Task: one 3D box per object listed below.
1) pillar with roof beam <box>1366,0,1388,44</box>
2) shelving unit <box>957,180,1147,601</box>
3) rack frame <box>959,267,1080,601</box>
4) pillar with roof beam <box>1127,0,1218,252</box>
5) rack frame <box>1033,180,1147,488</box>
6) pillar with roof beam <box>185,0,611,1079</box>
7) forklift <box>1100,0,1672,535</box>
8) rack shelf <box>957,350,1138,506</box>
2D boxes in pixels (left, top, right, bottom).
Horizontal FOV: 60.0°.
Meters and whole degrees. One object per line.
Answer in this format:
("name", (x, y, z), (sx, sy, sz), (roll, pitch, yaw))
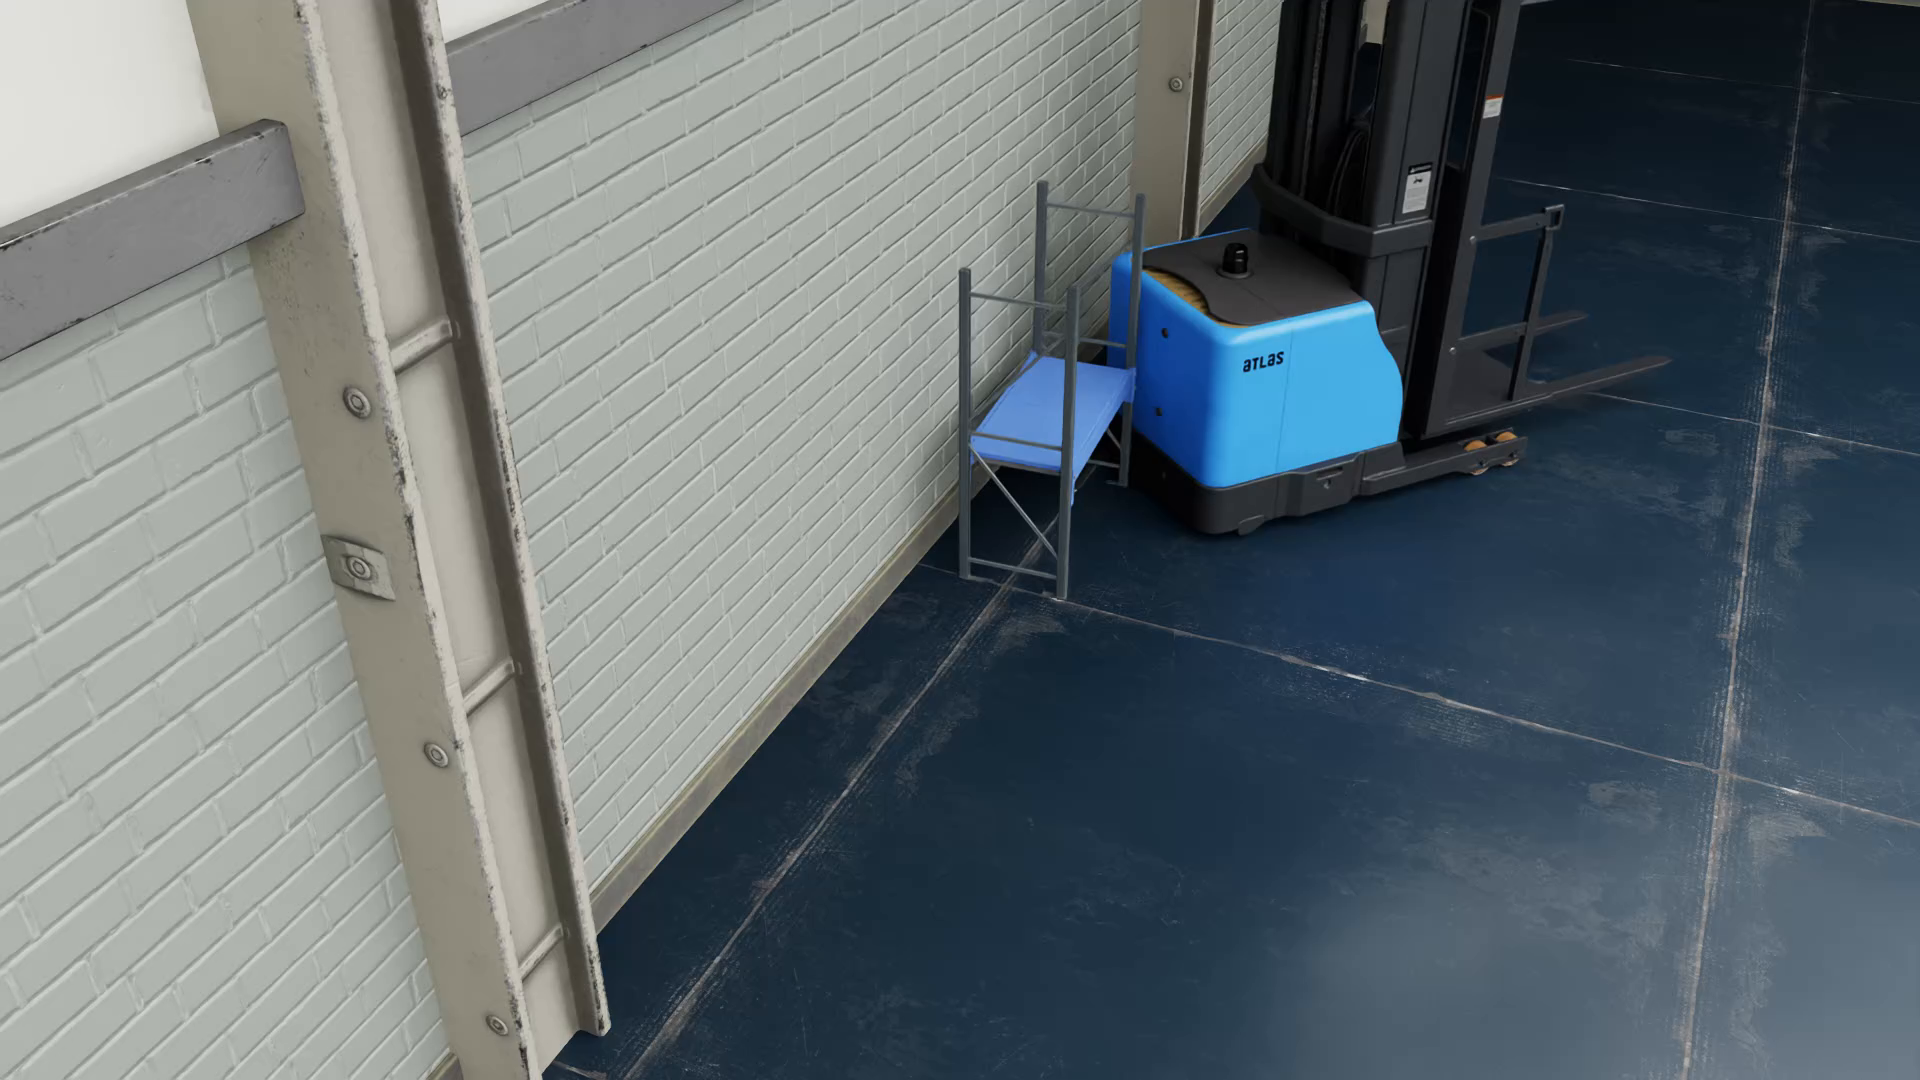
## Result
("pillar with roof beam", (7.587, -7.125, 10.410), (9.100, 9.000, 0.400), (14, 36, 20))
("shelving unit", (0.410, -0.676, 7.414), (0.538, 1.500, 1.048), (11, 35, 17))
("rack frame", (0.234, -0.415, 7.015), (0.500, 1.500, 0.032), (11, 35, 17))
("pillar with roof beam", (5.077, -4.137, 5.853), (9.100, 9.000, 0.400), (14, 36, 20))
("rack frame", (0.586, -0.938, 7.813), (0.500, 1.500, 0.032), (11, 35, 17))
("pillar with roof beam", (2.567, -1.149, 1.295), (9.100, 9.000, 0.400), (14, 36, 20))
("forklift", (2.259, -1.794, 7.813), (3.031, 2.935, 1.130), (-15, 36, -21))
("rack shelf", (0.410, -0.526, 7.512), (0.538, 0.185, 1.000), (11, 35, 17))
